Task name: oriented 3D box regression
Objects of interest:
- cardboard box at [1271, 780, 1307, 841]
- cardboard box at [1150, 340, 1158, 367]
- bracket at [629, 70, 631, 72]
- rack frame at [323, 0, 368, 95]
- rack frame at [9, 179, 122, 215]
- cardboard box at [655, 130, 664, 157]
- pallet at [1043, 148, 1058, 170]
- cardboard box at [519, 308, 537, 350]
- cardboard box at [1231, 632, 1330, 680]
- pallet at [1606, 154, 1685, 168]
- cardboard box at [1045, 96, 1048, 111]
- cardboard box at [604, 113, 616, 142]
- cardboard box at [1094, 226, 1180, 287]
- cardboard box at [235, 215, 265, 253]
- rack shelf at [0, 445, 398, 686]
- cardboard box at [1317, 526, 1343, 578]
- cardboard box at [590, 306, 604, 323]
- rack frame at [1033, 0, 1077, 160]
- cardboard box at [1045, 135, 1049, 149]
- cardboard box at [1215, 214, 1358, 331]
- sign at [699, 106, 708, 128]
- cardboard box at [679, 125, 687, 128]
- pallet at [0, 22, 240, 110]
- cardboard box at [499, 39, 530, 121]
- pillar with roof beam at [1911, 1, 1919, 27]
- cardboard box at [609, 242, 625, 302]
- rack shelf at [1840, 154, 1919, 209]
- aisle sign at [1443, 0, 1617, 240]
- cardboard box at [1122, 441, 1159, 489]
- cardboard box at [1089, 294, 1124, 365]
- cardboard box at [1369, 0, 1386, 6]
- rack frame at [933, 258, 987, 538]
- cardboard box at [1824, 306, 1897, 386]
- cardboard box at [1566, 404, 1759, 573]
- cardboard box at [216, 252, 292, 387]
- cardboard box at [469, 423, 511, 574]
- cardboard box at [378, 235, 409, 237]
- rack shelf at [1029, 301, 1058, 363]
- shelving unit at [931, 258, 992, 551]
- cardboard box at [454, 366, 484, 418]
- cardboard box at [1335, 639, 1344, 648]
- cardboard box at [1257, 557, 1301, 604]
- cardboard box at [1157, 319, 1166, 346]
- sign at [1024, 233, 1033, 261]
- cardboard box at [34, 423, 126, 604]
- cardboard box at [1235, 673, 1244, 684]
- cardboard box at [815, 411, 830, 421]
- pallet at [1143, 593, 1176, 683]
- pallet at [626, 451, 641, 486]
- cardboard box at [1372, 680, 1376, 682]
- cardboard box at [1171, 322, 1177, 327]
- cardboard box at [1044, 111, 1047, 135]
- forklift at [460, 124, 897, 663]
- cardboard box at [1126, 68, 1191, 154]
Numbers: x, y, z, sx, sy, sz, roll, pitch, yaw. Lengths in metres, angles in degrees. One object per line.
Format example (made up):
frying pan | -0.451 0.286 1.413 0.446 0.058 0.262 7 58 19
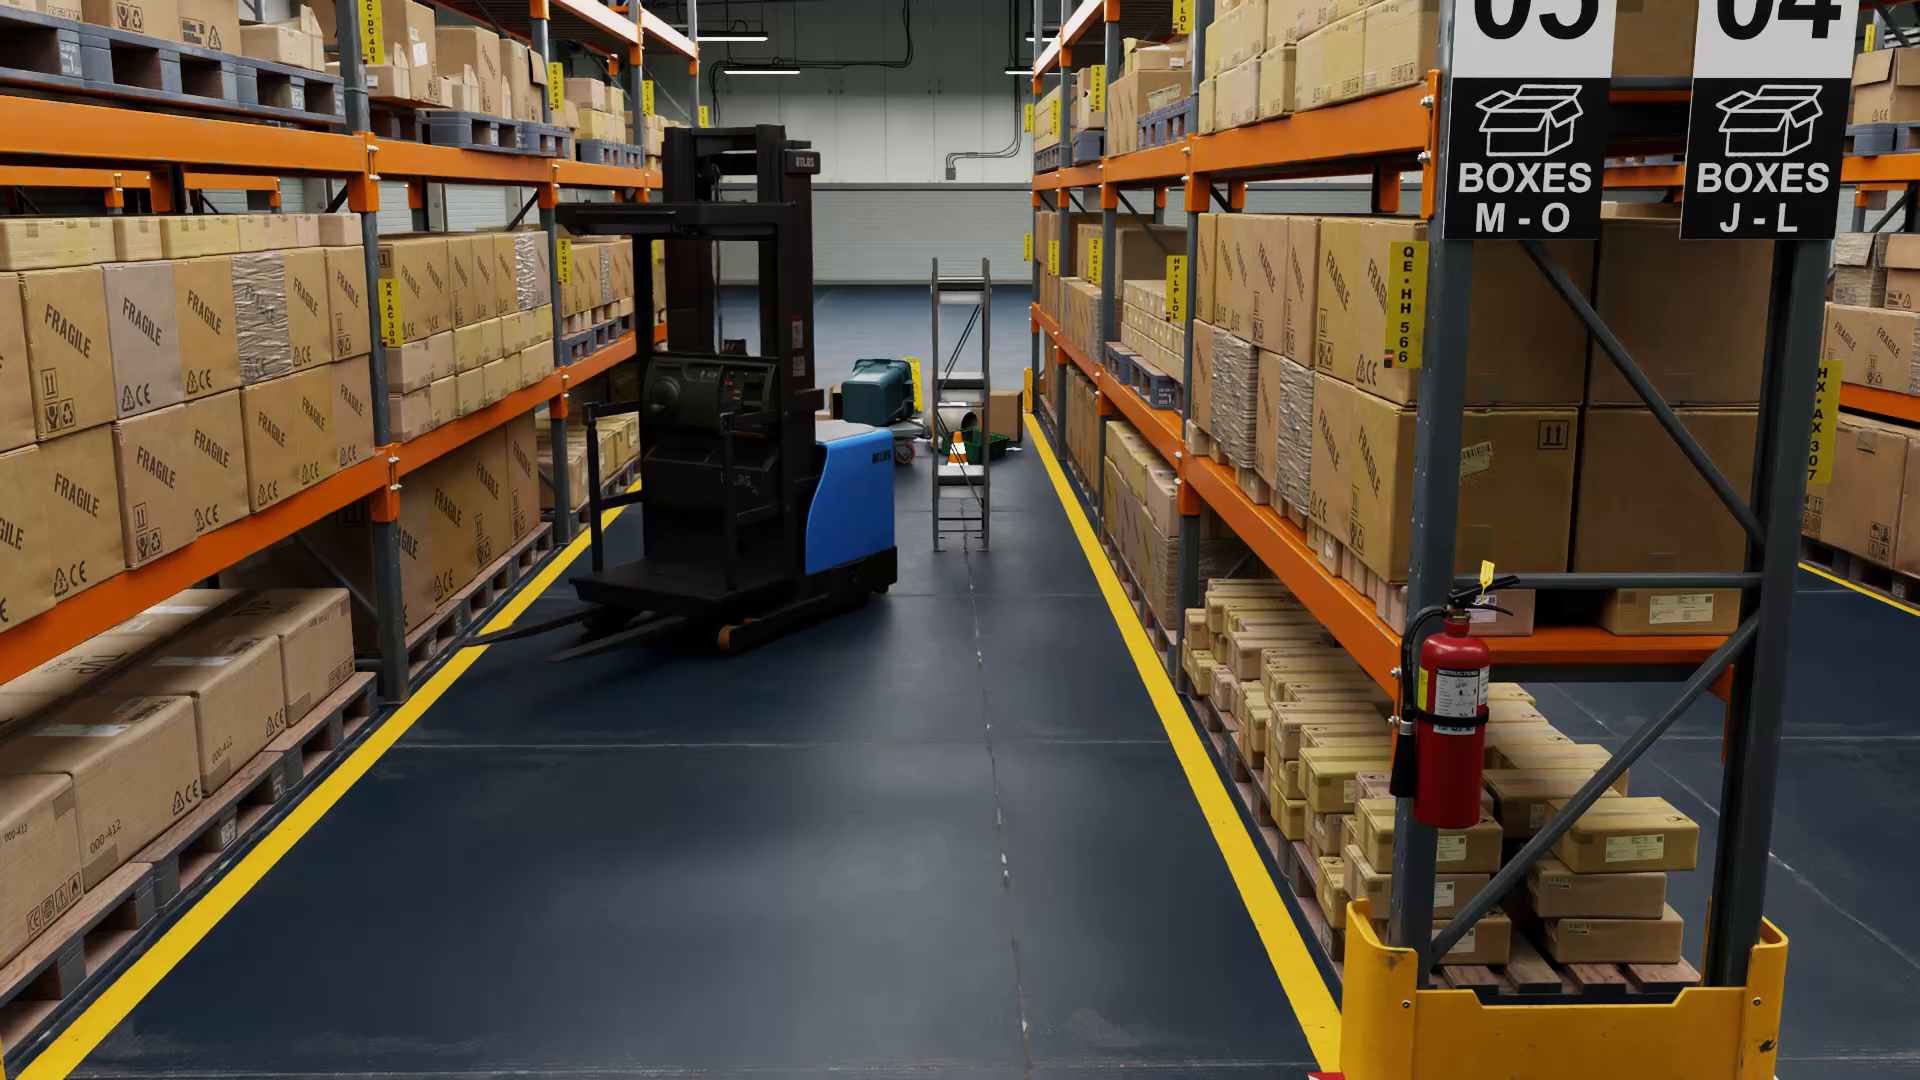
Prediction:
cardboard box | 1.377 1.001 6.193 0.380 0.149 0.250 -1 11 -4
cardboard box | 1.384 -1.151 10.265 0.380 0.149 0.250 -1 11 -3
bracket | -9.729 -13.965 49.710 0.076 0.066 3.189 0 11 -1
rack frame | -3.321 -3.578 7.563 1.000 3.000 0.127 0 11 -1
rack frame | -8.449 -2.207 15.894 1.000 3.000 0.127 0 11 -1
cardboard box | -3.242 -3.962 16.627 0.500 0.250 0.500 0 11 -2
pallet | 1.432 -4.100 17.902 1.003 0.211 1.213 0 11 -1
cardboard box | -3.125 -1.407 11.072 0.500 0.250 0.500 -1 11 -3
cardboard box | 1.379 0.498 7.175 0.380 0.149 0.250 0 11 0
pallet | 6.352 -3.318 14.296 1.213 0.211 1.003 0 11 -1
cardboard box | 1.103 -4.634 17.633 0.380 0.149 0.250 0 11 0
cardboard box | -3.324 -3.614 14.608 0.500 0.250 0.500 0 11 0
cardboard box | 1.508 -2.406 14.108 0.700 0.500 0.500 0 11 -2
cardboard box | -3.040 -1.233 6.693 0.380 0.149 0.250 0 11 -2
rack shelf | -3.280 0.112 6.271 1.077 0.370 4.000 0 11 -1
cardboard box | 1.403 0.026 5.517 0.380 0.149 0.250 0 11 0
cardboard box | -3.209 -1.903 13.969 0.380 0.149 0.250 0 11 1
rack frame | 1.378 -6.004 19.520 1.000 3.000 0.127 0 11 -1
cardboard box | 1.101 -4.245 17.718 0.380 0.149 0.250 0 11 -1
cardboard box | 1.418 -1.170 7.265 0.500 0.500 0.500 -1 11 -3
sign | -3.014 -4.926 19.523 0.100 0.325 0.005 0 11 -1
cardboard box | -3.276 -4.593 18.736 0.380 0.149 0.250 0 11 -2
pallet | -3.292 -1.660 5.876 1.003 0.211 1.213 0 11 -1
cardboard box | -3.193 -2.962 10.763 0.700 0.500 0.500 -1 11 -4
pillar with roof beam | 17.399 -9.490 36.704 9.100 9.000 0.548 0 11 -1
cardboard box | -3.231 -2.337 14.477 0.500 0.500 0.500 0 11 1
rack shelf | 6.546 -2.194 10.093 1.077 0.370 4.000 0 11 -1
aisle sign | 1.410 -1.142 4.103 0.394 0.787 0.004 0 11 -1
cardboard box | 1.323 -0.485 10.748 0.500 0.250 0.500 0 11 -1
cardboard box | 1.265 -1.611 12.704 0.500 0.500 0.500 0 11 -1
cardboard box | 1.445 -1.615 4.553 0.500 0.250 0.500 -1 11 -3
rack frame | -0.002 -1.045 12.427 0.400 2.100 0.015 0 11 -1
cardboard box | 6.255 -1.323 11.282 0.500 0.500 0.500 -1 11 -3
cardboard box | 1.975 -0.168 4.845 0.500 0.500 0.500 0 11 2
cardboard box | -3.013 -0.882 6.597 0.500 0.500 0.500 0 11 0
cardboard box | -3.458 -0.283 10.696 0.875 0.875 0.875 0 11 0
cardboard box | -3.616 -1.571 9.994 0.500 0.500 0.500 0 11 0
rack shelf | 1.419 -2.314 18.228 1.077 0.370 4.000 0 11 -1
shelving unit | 0.003 -0.996 12.188 0.431 2.100 0.503 0 11 -1
cardboard box | -3.073 -0.858 9.620 0.500 0.250 0.500 0 11 -2
cardboard box | 1.878 0.443 7.449 0.380 0.149 0.250 0 11 1
cardboard box | 1.876 0.193 9.295 0.500 0.500 0.500 0 11 1
cardboard box | 1.389 -1.247 9.990 0.380 0.149 0.250 0 11 -1
sign | 0.823 -3.526 20.017 0.100 0.325 0.005 0 11 -1
cardboard box | -3.000 -0.089 5.201 0.500 0.500 0.500 0 11 -2
cardboard box | 1.452 0.592 7.460 0.380 0.149 0.250 -1 11 -4
cardboard box | -1.522 -1.374 18.958 0.380 0.149 0.250 6 13 28
pallet | 1.608 0.533 9.399 1.003 0.211 1.213 0 11 -1
pallet | -3.469 -0.707 15.512 1.003 0.211 1.213 0 11 -1
cardboard box | 1.909 0.690 6.982 0.380 0.149 0.250 -1 11 -4
cardboard box | 1.407 -1.289 9.446 0.380 0.149 0.250 0 11 -1
cardboard box | 1.164 -4.463 17.791 0.500 0.250 0.500 0 11 -1
forklift | -1.582 -0.896 9.602 1.130 2.935 3.031 7 13 29
cardboard box | 1.322 -2.679 10.425 0.500 0.500 0.500 0 11 -1
